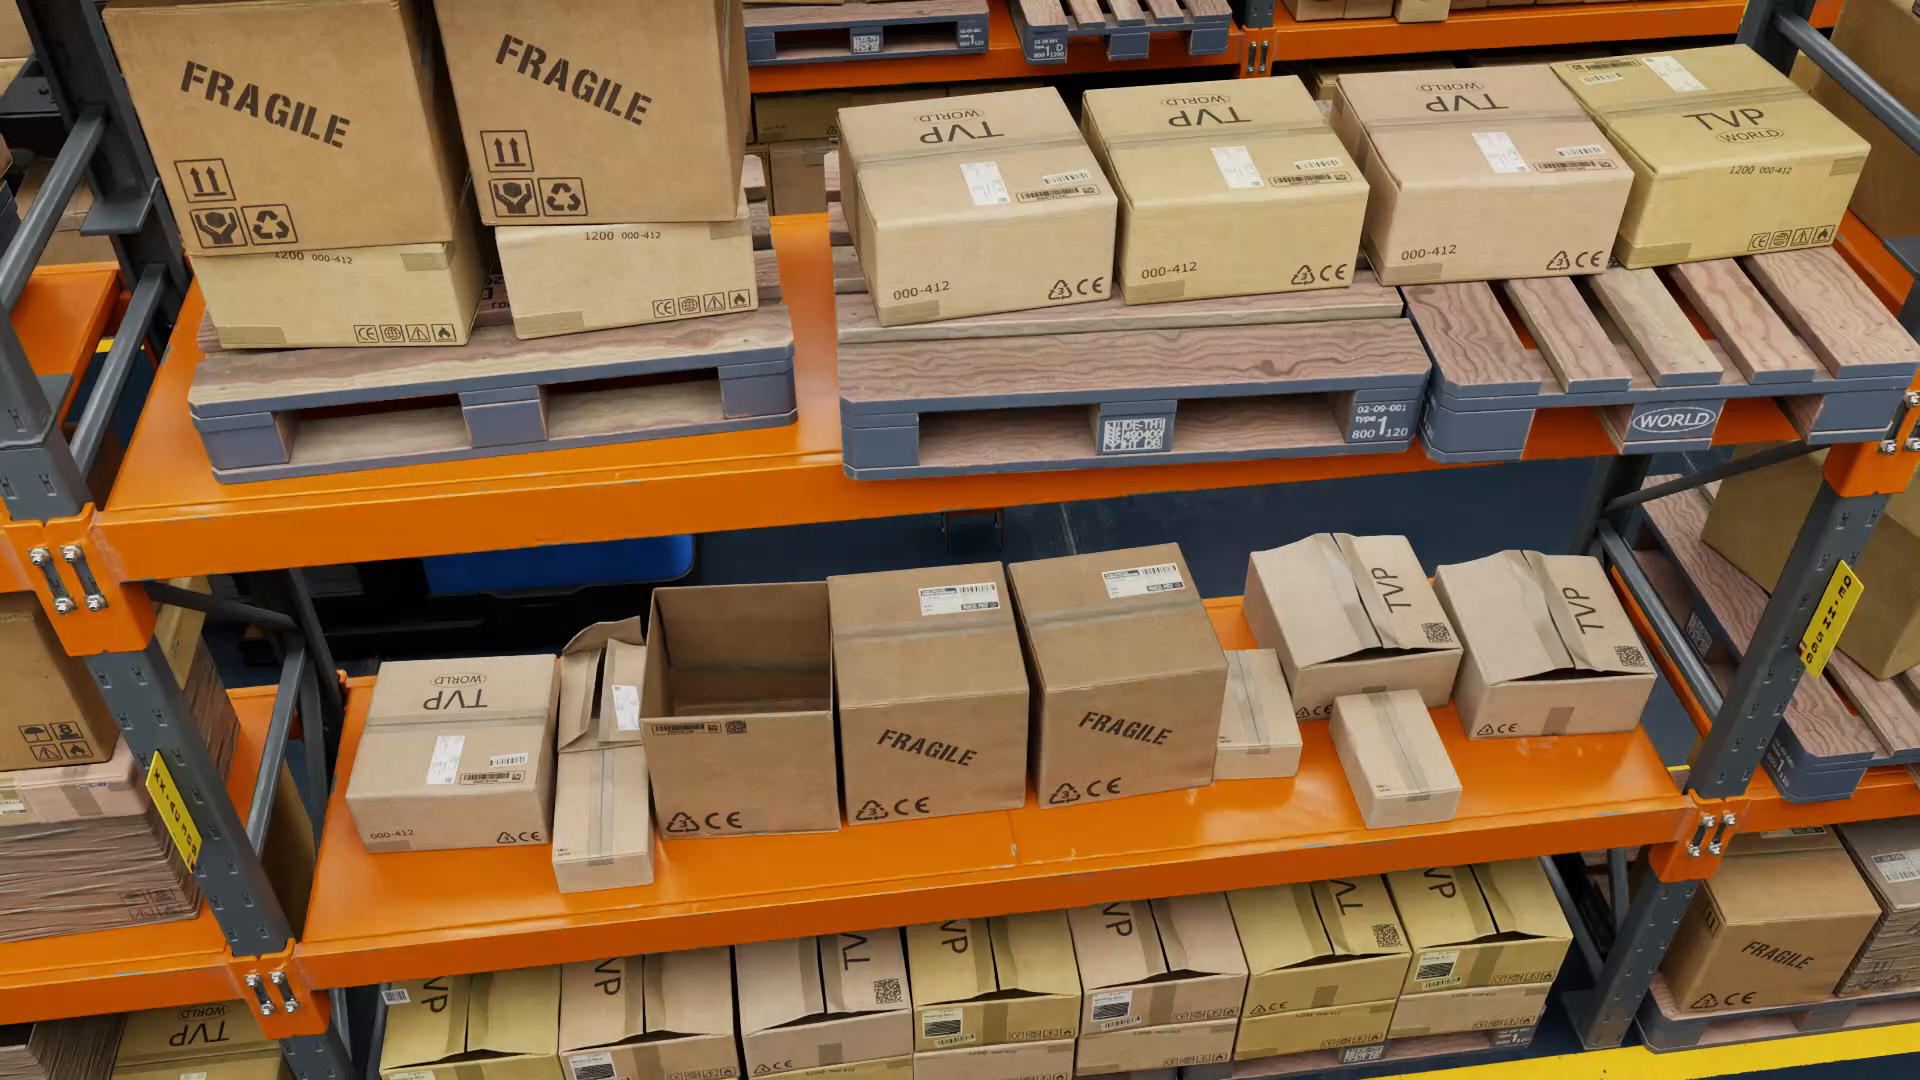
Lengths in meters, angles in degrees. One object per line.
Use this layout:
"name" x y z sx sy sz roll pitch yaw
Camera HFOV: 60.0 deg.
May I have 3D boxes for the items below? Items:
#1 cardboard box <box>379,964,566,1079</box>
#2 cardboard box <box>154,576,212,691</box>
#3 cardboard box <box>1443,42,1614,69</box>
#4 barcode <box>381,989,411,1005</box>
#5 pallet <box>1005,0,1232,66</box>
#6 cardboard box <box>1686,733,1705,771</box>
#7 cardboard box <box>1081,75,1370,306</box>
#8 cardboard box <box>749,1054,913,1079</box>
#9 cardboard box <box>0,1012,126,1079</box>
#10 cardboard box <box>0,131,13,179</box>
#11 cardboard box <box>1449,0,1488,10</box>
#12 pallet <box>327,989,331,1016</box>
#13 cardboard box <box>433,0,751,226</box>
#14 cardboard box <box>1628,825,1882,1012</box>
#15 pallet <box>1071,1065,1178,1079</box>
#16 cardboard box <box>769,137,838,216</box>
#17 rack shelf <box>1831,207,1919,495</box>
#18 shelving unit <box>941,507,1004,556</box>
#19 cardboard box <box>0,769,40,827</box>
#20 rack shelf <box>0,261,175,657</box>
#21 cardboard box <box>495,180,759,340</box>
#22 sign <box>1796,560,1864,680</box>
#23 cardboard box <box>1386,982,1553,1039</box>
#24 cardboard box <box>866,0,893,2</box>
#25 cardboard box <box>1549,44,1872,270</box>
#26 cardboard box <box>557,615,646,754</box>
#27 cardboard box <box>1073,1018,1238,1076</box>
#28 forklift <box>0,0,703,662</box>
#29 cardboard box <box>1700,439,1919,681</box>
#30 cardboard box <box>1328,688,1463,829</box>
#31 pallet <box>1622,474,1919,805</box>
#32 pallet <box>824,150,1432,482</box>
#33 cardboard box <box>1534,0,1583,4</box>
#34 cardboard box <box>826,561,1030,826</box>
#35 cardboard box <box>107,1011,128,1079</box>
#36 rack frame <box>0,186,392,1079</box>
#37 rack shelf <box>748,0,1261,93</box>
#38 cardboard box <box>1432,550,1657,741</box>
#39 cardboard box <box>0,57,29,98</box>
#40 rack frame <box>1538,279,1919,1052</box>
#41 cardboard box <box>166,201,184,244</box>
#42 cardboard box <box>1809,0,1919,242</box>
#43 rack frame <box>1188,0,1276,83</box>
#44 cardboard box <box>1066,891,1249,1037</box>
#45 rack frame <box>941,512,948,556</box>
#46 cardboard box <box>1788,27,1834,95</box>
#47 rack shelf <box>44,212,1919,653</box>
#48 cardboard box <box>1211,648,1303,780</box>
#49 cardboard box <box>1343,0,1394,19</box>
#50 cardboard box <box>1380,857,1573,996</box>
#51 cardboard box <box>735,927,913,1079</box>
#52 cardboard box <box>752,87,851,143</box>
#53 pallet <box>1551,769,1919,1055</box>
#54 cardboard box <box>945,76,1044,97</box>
"cardboard box" -1.437 1.397 4.998 0.500 0.311 0.500 -5 42 -5
"cardboard box" -2.171 0.227 4.415 0.250 0.149 0.380 -5 42 -6
"cardboard box" 3.056 -2.433 9.214 0.750 0.750 0.750 -5 42 -6
"barcode" -1.572 1.273 4.635 0.075 0.075 0.001 -5 42 -6
"pallet" 0.748 -2.823 8.498 1.003 0.211 1.213 -5 42 -6
"cardboard box" 2.984 0.791 5.887 0.500 0.500 0.500 -3 42 -4
"cardboard box" 0.558 -0.774 3.643 0.500 0.250 0.500 -6 42 -6
"cardboard box" -0.427 1.515 5.286 0.500 0.250 0.500 -6 42 -7
"cardboard box" -2.808 1.418 4.833 0.500 0.500 0.500 -5 42 -6
"cardboard box" -2.413 -0.880 3.469 0.500 0.500 0.500 -2 42 -2
"cardboard box" 2.556 -2.902 8.616 0.250 0.149 0.380 -5 42 -6
"pallet" -2.673 1.687 5.437 1.213 0.211 1.003 -5 42 -6
"cardboard box" -0.701 -0.974 3.305 0.500 0.500 0.500 -1 42 -1
"cardboard box" 2.575 1.178 5.457 0.500 0.500 0.500 -3 42 -4
"pallet" 0.058 1.448 5.702 1.213 0.211 1.003 -5 42 -6
"cardboard box" -0.781 -2.085 9.075 0.500 0.500 0.700 -5 42 -5
"rack shelf" 4.070 -0.757 4.363 4.000 0.370 1.077 -5 42 -6
"shelving unit" 0.053 -0.394 7.119 0.252 1.050 0.215 -5 42 -6
"cardboard box" -2.367 0.519 4.092 0.250 0.149 0.380 -6 42 -6
"rack shelf" -3.863 -0.063 3.592 4.000 0.370 1.077 -5 42 -6
"cardboard box" -0.723 -0.700 3.561 0.500 0.250 0.500 -9 43 -10
"sign" 2.162 0.202 4.138 0.005 0.325 0.100 -5 42 -6
"cardboard box" 1.597 1.336 5.484 0.500 0.250 0.500 -4 42 -5
"cardboard box" -0.256 -3.056 8.211 0.500 0.500 0.700 -5 42 -6
"cardboard box" 1.644 -0.874 3.754 0.500 0.250 0.500 -8 43 -9
"cardboard box" -1.031 0.462 4.814 0.258 0.266 0.396 -6 42 -7
"cardboard box" 0.587 1.425 5.385 0.500 0.250 0.500 -4 42 -5
"forklift" -2.648 -0.953 6.334 3.031 2.935 1.130 -4 42 -4
"cardboard box" 2.697 -0.059 4.903 0.500 0.500 0.700 -19 45 -20
"cardboard box" 1.231 0.618 4.728 0.250 0.149 0.380 -5 42 -6
"pallet" 2.750 0.229 5.115 1.003 0.211 1.213 -5 42 -6
"pallet" 0.317 -0.563 3.751 1.213 0.211 1.003 -3 42 -4
"cardboard box" 3.070 -2.946 8.664 0.250 0.149 0.380 -4 42 -5
"cardboard box" -0.097 0.428 4.676 0.500 0.500 0.500 -5 42 -5
"cardboard box" -2.808 1.698 5.083 0.500 0.250 0.500 -5 42 -6
"rack frame" -1.879 0.611 4.549 0.127 3.000 1.000 -5 42 -6
"rack shelf" -0.542 -2.586 8.629 4.000 0.370 1.077 -5 42 -6
"cardboard box" 1.720 0.299 4.961 0.500 0.311 0.500 -3 42 -3
"cardboard box" -4.446 -2.252 7.820 0.500 0.250 0.500 -5 42 -5
"rack frame" 2.087 0.263 4.934 0.127 3.000 1.000 -5 42 -6
"cardboard box" -4.114 -1.658 8.864 0.250 0.149 0.380 -8 43 -9
"cardboard box" 2.515 -0.948 3.963 0.500 0.500 0.910 -5 42 -6
"rack frame" 1.441 -3.026 8.581 0.127 3.000 1.000 -5 42 -6
"cardboard box" 0.584 1.220 5.193 0.500 0.311 0.500 -5 42 -6
"rack frame" -0.068 -0.384 7.107 0.008 1.050 0.200 -5 42 -6
"cardboard box" 4.779 -2.589 9.387 0.750 0.750 0.750 -5 42 -5
"rack shelf" 0.104 -0.410 3.978 4.000 0.370 1.077 -5 42 -6
"cardboard box" 0.830 0.505 4.854 0.250 0.149 0.380 -2 42 -2
"cardboard box" 2.048 -2.831 8.537 0.250 0.149 0.380 -4 42 -5
"cardboard box" 1.599 1.129 5.295 0.500 0.311 0.500 -4 42 -4
"cardboard box" -0.427 1.311 5.093 0.500 0.311 0.500 -6 42 -7
"cardboard box" -0.846 -2.356 8.815 0.500 0.250 0.500 -6 42 -7
"pallet" 2.832 1.259 5.912 1.213 0.211 1.003 -5 42 -6
"cardboard box" 0.160 -2.435 8.903 0.500 0.250 0.500 -4 42 -5
